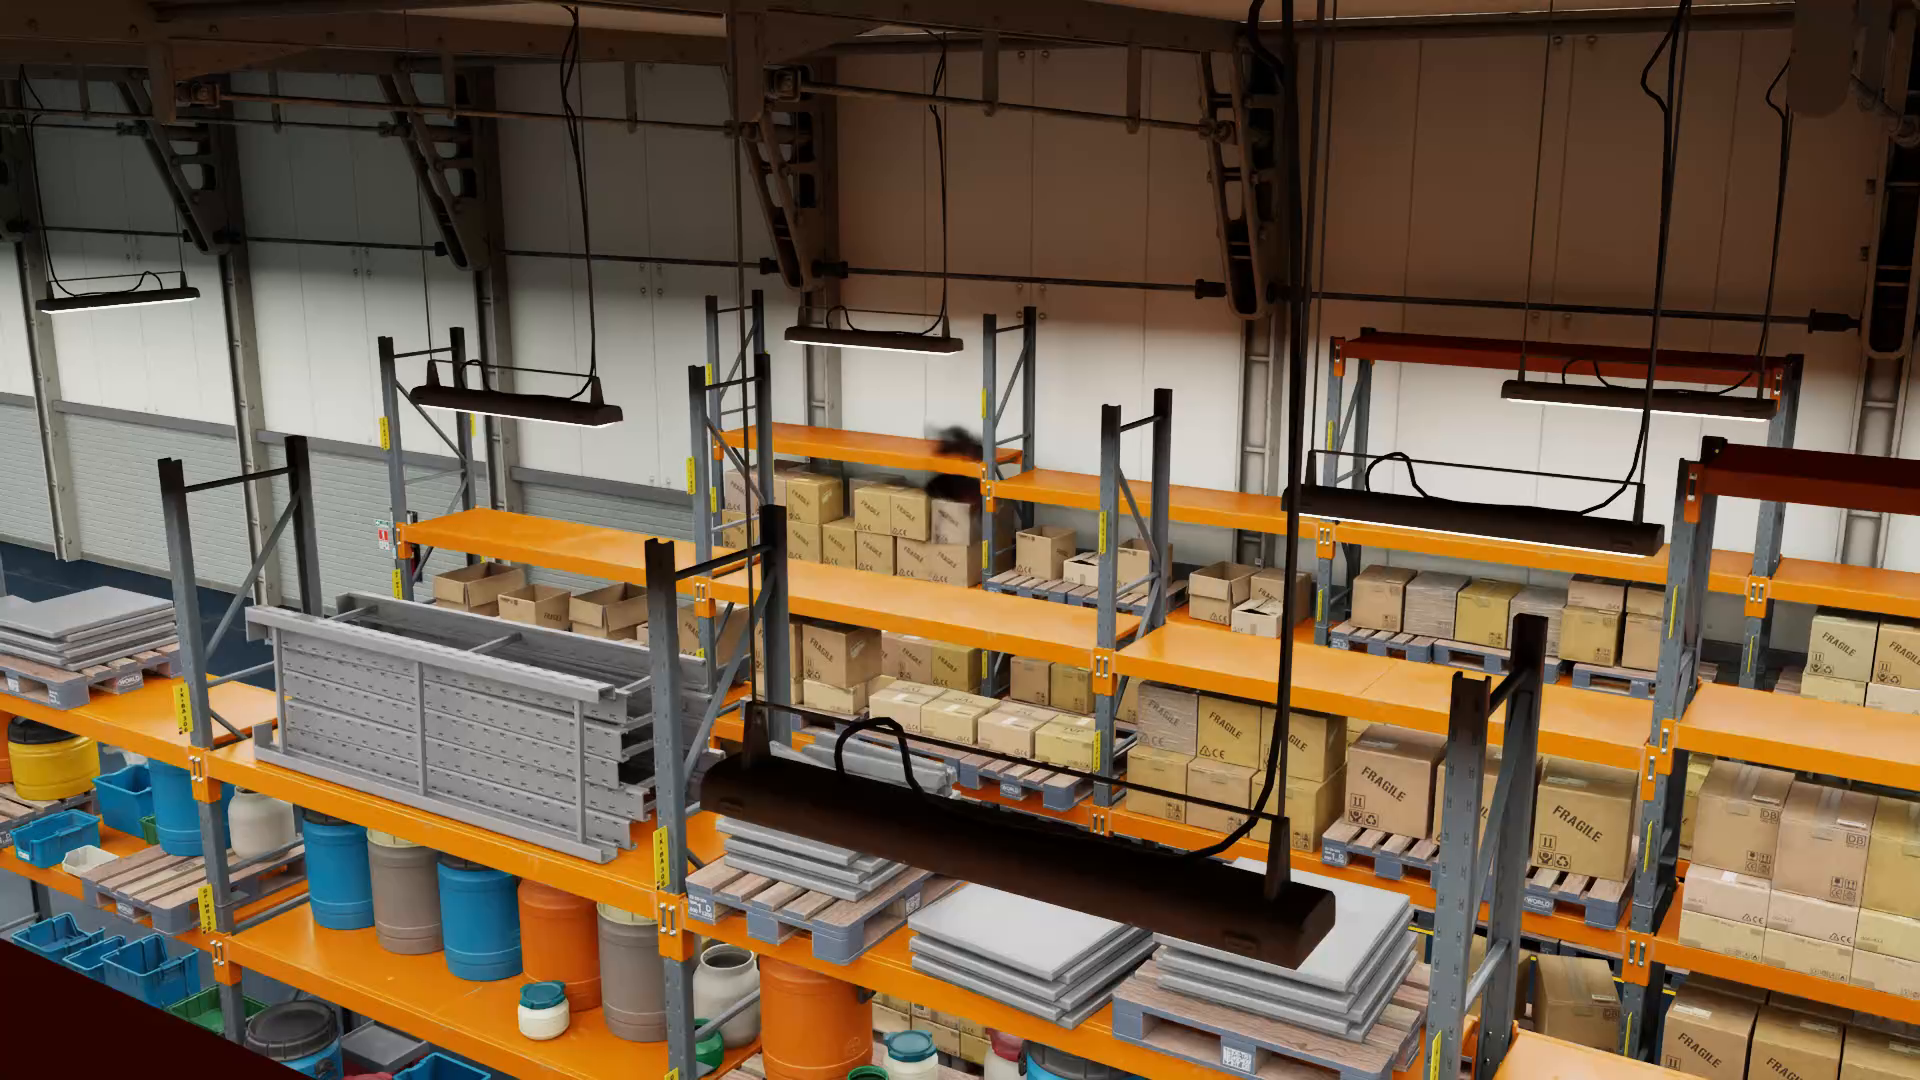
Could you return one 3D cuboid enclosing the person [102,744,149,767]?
[{"bbox_3d":[-9.223,2.653,18.879,0.838,1.831,0.629,-10,17,-36],"label":"person"}]

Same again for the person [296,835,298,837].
[{"bbox_3d":[-7.631,2.820,18.151,0.878,1.738,0.728,-8,16,-29],"label":"person"}]
